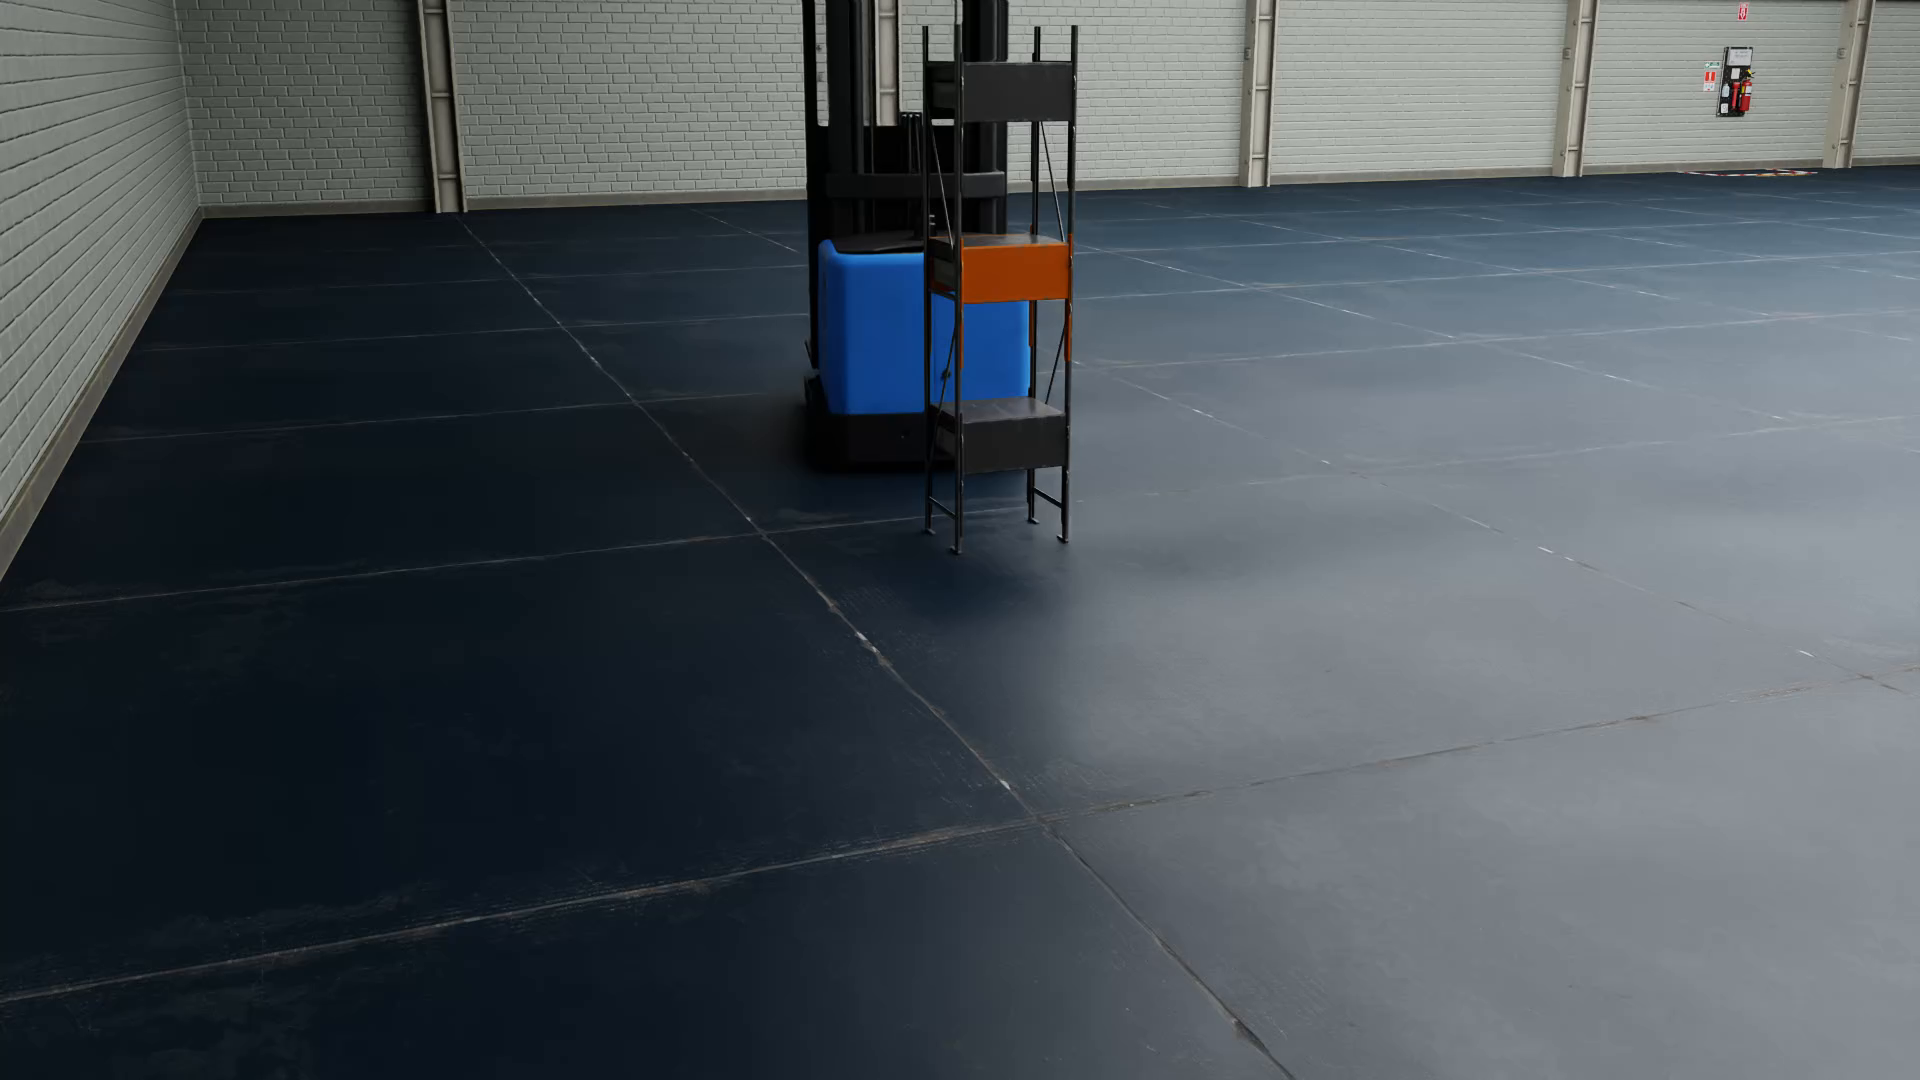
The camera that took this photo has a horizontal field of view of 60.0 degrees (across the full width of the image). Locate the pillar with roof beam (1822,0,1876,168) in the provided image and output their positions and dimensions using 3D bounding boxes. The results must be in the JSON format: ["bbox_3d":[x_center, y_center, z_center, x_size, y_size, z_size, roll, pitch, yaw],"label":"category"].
[{"bbox_3d":[17.308,-9.891,24.809,0.400,9.000,9.100,-6,17,-20],"label":"pillar with roof beam"}]

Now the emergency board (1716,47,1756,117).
[{"bbox_3d":[13.446,-7.906,28.698,0.643,1.169,0.194,-6,17,-20],"label":"emergency board"}]

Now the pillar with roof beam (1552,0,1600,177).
[{"bbox_3d":[11.705,-9.286,22.749,0.400,9.000,9.100,-6,17,-20],"label":"pillar with roof beam"}]

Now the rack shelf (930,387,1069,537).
[{"bbox_3d":[0.155,-0.339,7.060,0.480,0.518,0.431,-6,17,-20],"label":"rack shelf"}]

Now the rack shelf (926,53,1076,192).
[{"bbox_3d":[0.155,-1.683,6.666,0.480,0.518,0.431,-6,17,-20],"label":"rack shelf"}]

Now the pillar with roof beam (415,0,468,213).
[{"bbox_3d":[-5.103,-7.471,16.570,0.400,9.000,9.100,-6,17,-20],"label":"pillar with roof beam"}]

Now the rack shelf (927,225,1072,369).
[{"bbox_3d":[0.155,-1.011,6.863,0.480,0.518,0.431,-6,17,-20],"label":"rack shelf"}]

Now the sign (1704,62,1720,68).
[{"bbox_3d":[12.900,-8.147,28.514,0.331,0.109,0.001,-6,17,-20],"label":"sign"}]

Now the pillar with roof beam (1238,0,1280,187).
[{"bbox_3d":[6.102,-8.681,20.689,0.400,9.000,9.100,-6,17,-20],"label":"pillar with roof beam"}]

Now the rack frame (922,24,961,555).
[{"bbox_3d":[-0.073,-1.000,6.775,0.015,2.100,0.400,-6,17,-20],"label":"rack frame"}]

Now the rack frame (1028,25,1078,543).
[{"bbox_3d":[0.382,-1.049,6.943,0.015,2.100,0.400,-6,17,-20],"label":"rack frame"}]

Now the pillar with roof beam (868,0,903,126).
[{"bbox_3d":[0.499,-8.076,18.630,0.400,9.000,9.100,-6,17,-20],"label":"pillar with roof beam"}]

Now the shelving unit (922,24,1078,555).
[{"bbox_3d":[0.155,-1.024,6.859,0.503,2.100,0.431,-6,17,-20],"label":"shelving unit"}]

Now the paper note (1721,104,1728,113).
[{"bbox_3d":[13.256,-7.484,28.823,0.142,0.148,0.016,-6,17,-20],"label":"paper note"}]

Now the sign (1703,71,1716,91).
[{"bbox_3d":[12.893,-7.895,28.595,0.234,0.329,0.001,-6,17,-20],"label":"sign"}]

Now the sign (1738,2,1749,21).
[{"bbox_3d":[13.403,-9.044,28.457,0.199,0.298,0.001,-6,17,-20],"label":"sign"}]

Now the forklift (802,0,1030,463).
[{"bbox_3d":[-0.320,-2.149,9.215,1.130,2.935,3.031,-2,17,-7],"label":"forklift"}]
